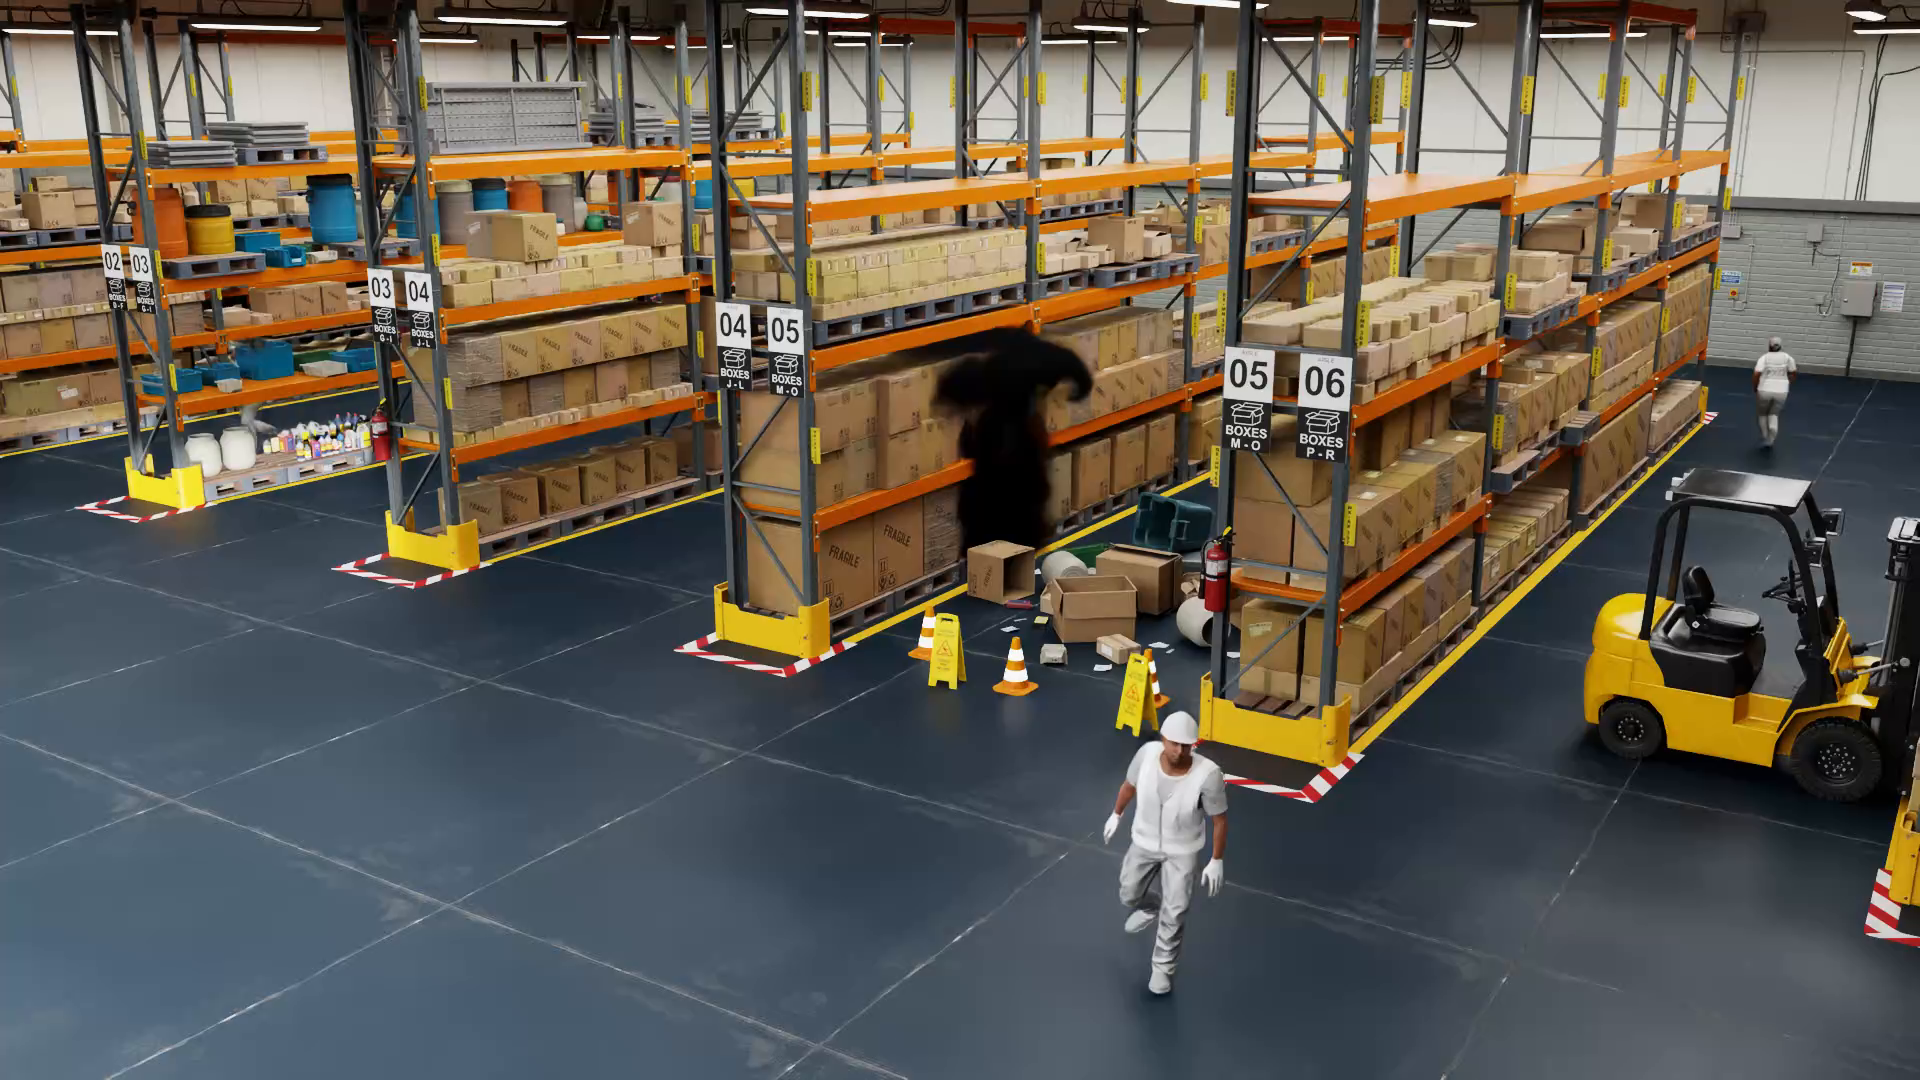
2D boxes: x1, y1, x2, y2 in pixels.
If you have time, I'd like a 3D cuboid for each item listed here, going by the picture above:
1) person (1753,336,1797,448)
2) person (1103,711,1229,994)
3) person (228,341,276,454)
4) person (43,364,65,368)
[{"bbox_3d":[11.615,-2.085,23.758,0.597,1.614,0.615,4,16,13],"label":"person"},{"bbox_3d":[1.222,1.737,9.767,0.773,1.728,0.744,6,17,20],"label":"person"},{"bbox_3d":[-9.994,-2.037,23.531,0.574,1.638,0.730,7,17,24],"label":"person"},{"bbox_3d":[-14.269,-2.779,26.209,0.609,1.639,0.716,6,17,21],"label":"person"}]
